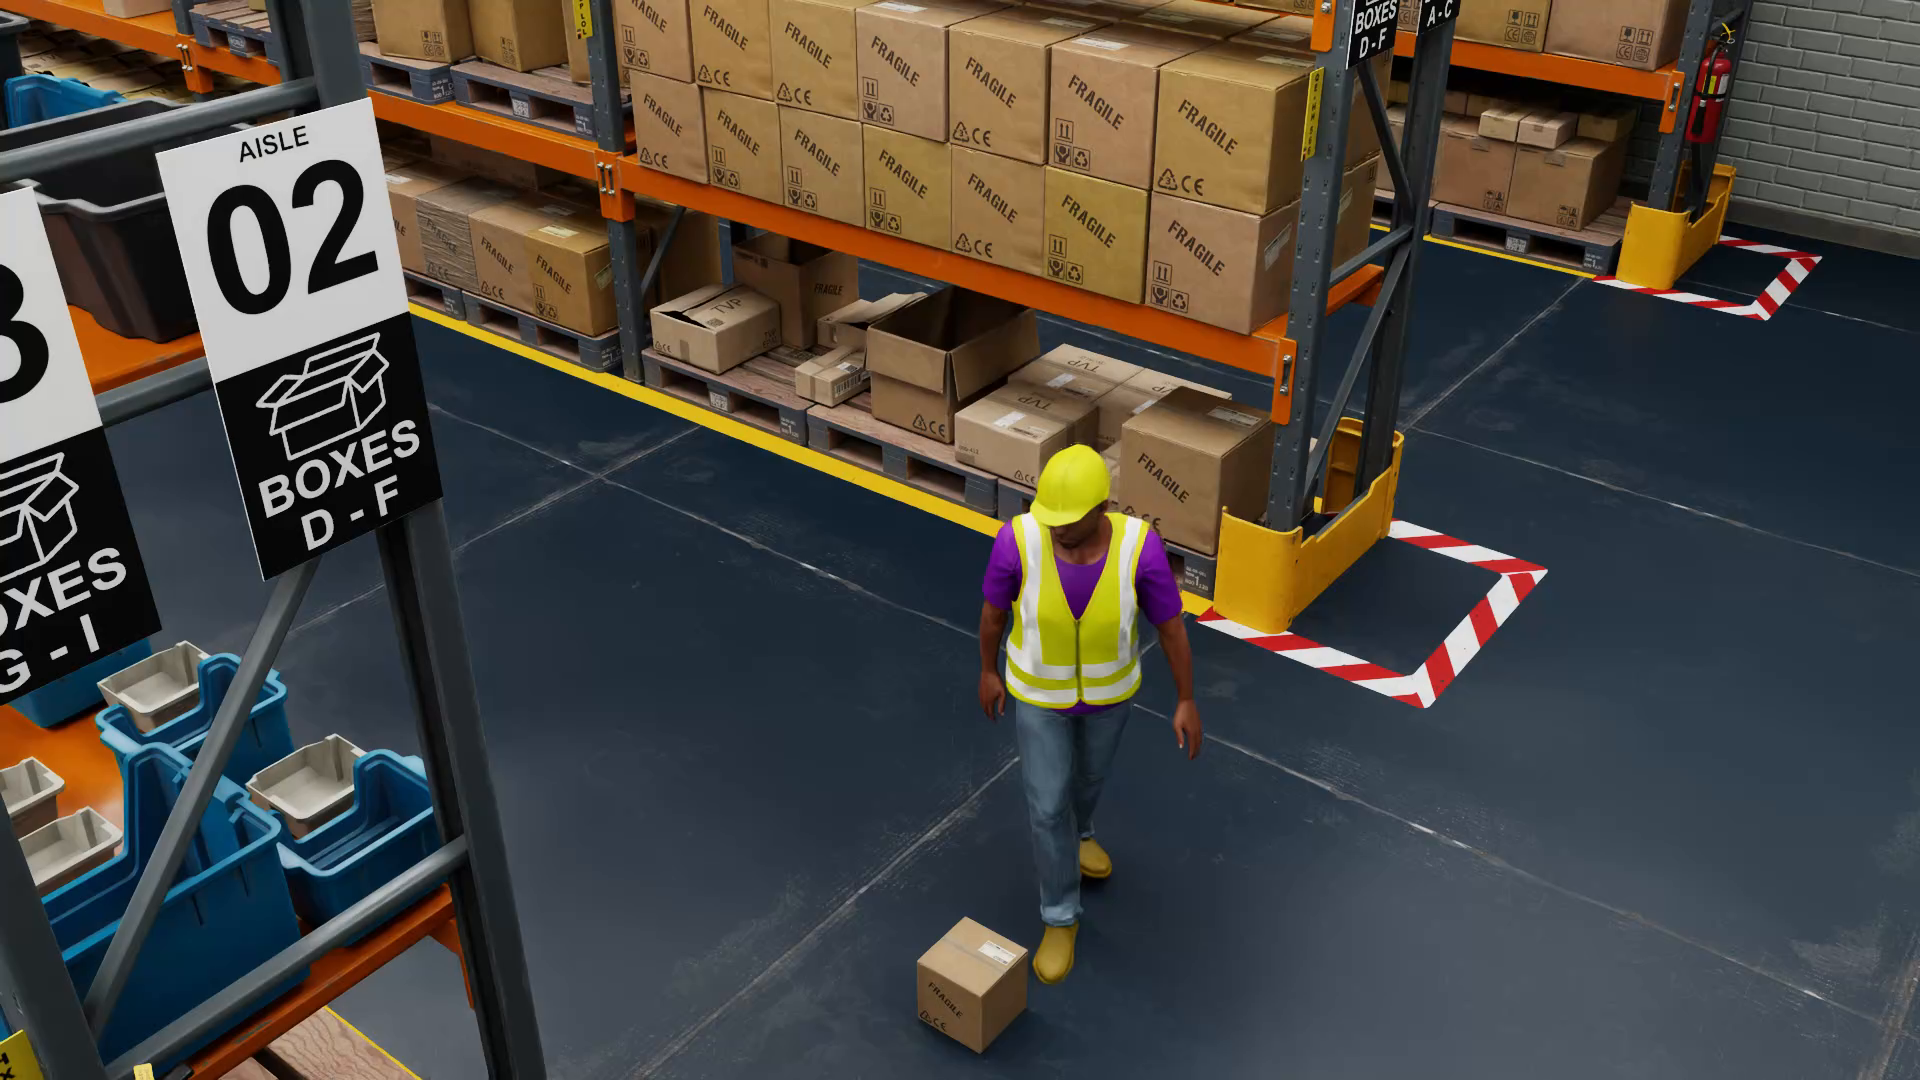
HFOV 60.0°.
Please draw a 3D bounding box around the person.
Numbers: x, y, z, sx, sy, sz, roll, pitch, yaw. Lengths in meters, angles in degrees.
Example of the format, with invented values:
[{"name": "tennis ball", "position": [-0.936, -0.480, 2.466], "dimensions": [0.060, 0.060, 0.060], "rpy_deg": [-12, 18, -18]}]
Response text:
[{"name": "person", "position": [-6.327, -1.353, 8.379], "dimensions": [13.240, 1.775, 9.469], "rpy_deg": [-3, 31, -6]}]
